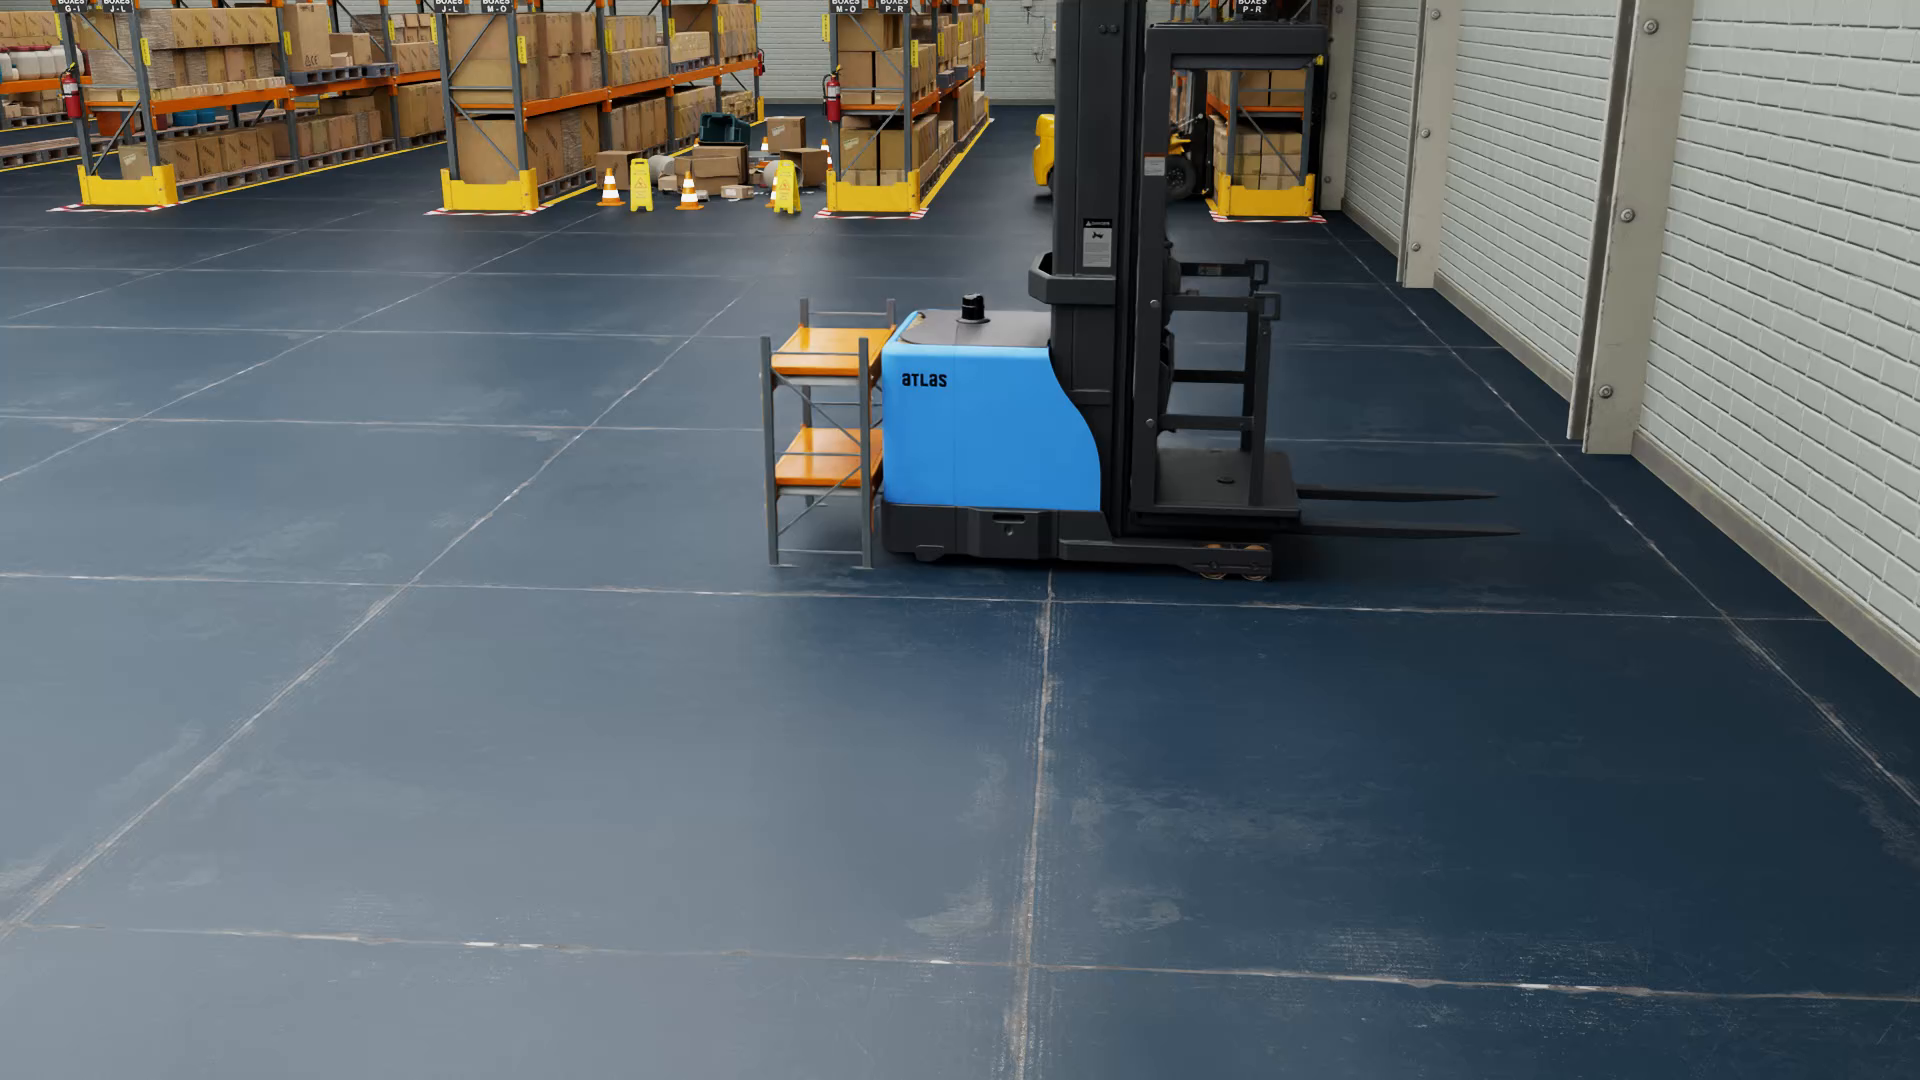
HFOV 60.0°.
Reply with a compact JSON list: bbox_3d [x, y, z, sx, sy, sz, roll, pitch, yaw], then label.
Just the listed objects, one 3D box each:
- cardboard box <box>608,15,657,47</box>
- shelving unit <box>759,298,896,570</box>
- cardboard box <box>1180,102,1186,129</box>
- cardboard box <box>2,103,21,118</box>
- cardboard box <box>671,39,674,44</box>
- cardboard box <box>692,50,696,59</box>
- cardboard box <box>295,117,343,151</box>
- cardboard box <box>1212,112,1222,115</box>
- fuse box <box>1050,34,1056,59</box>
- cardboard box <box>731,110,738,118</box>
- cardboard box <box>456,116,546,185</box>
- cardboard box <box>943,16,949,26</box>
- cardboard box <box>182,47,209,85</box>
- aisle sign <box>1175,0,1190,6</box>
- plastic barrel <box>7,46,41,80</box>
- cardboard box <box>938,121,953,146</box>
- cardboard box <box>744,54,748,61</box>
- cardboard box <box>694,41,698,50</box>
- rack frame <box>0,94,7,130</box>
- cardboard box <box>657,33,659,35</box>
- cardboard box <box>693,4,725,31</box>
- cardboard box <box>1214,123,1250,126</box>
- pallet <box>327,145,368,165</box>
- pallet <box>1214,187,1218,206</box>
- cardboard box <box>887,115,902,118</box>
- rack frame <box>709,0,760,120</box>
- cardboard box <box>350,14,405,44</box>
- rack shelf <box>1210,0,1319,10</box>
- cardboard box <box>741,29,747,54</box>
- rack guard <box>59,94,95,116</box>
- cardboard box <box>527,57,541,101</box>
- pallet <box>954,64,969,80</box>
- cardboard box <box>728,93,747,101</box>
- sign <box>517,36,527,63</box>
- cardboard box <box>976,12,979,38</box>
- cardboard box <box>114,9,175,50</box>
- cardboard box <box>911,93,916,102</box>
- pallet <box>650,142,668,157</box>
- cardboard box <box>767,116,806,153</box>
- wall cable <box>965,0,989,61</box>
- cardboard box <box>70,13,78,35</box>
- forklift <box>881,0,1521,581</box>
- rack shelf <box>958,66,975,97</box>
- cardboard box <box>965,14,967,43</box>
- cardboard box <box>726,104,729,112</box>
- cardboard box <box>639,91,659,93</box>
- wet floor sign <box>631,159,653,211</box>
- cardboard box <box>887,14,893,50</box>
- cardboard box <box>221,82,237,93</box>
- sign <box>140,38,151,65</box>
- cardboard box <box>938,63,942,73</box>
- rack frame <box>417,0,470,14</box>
[{"bbox_3d":[-5.525,-8.592,28.062,0.700,0.500,0.500,1,18,4],"label":"cardboard box"},{"bbox_3d":[-0.629,-0.561,8.327,0.538,1.125,1.048,2,18,5],"label":"shelving unit"},{"bbox_3d":[4.412,-7.963,31.249,0.500,0.500,0.500,1,18,3],"label":"cardboard box"},{"bbox_3d":[-19.771,-8.873,34.295,0.500,0.311,0.500,1,18,4],"label":"cardboard box"},{"bbox_3d":[-5.240,-8.795,29.219,0.380,0.149,0.250,1,18,2],"label":"cardboard box"},{"bbox_3d":[-5.118,-8.999,30.798,0.380,0.149,0.250,2,18,6],"label":"cardboard box"},{"bbox_3d":[-10.552,-6.642,27.183,0.700,0.500,0.500,0,18,-1],"label":"cardboard box"},{"bbox_3d":[4.267,-6.486,26.538,0.875,0.625,0.625,1,18,2],"label":"cardboard box"},{"bbox_3d":[2.500,-11.662,41.265,0.539,1.711,0.414,1,18,4],"label":"fuse box"},{"bbox_3d":[-4.797,-8.806,34.384,0.380,0.149,0.250,1,18,2],"label":"cardboard box"},{"bbox_3d":[-6.074,-5.126,21.988,0.875,0.875,0.875,1,18,4],"label":"cardboard box"},{"bbox_3d":[-0.375,-8.312,26.619,0.380,0.149,0.250,0,18,1],"label":"cardboard box"},{"bbox_3d":[-10.935,-6.538,22.920,0.875,0.500,0.500,1,18,4],"label":"cardboard box"},{"bbox_3d":[4.698,-11.768,35.345,0.394,0.787,0.004,1,18,4],"label":"aisle sign"},{"bbox_3d":[-15.310,-7.804,27.204,0.433,0.535,0.433,0,18,0],"label":"plastic barrel"},{"bbox_3d":[-0.589,-6.905,28.226,0.950,0.372,0.625,0,18,0],"label":"cardboard box"},{"bbox_3d":[-4.704,-10.232,35.237,0.380,0.149,0.250,2,18,5],"label":"cardboard box"},{"bbox_3d":[-5.102,-9.220,30.996,0.380,0.149,0.250,0,18,1],"label":"cardboard box"},{"bbox_3d":[-20.017,-9.816,33.562,1.000,3.000,0.127,1,18,4],"label":"rack frame"},{"bbox_3d":[-5.775,-9.301,30.763,0.380,0.149,0.250,2,18,6],"label":"cardboard box"},{"bbox_3d":[-4.921,-10.250,32.643,0.500,0.500,0.500,2,18,5],"label":"cardboard box"},{"bbox_3d":[3.662,-5.526,22.607,0.500,0.250,0.500,1,18,3],"label":"cardboard box"},{"bbox_3d":[-10.571,-6.405,27.632,1.003,0.211,1.213,1,18,4],"label":"pallet"},{"bbox_3d":[3.852,-4.449,21.661,1.003,0.211,1.213,1,18,4],"label":"pallet"},{"bbox_3d":[-1.137,-5.960,24.331,0.500,0.500,0.500,2,18,7],"label":"cardboard box"},{"bbox_3d":[-4.910,-10.694,36.241,1.000,3.000,0.127,1,18,4],"label":"rack frame"},{"bbox_3d":[-10.355,-9.102,29.612,0.797,0.503,0.637,2,18,6],"label":"cardboard box"},{"bbox_3d":[3.982,-7.240,22.040,1.077,0.370,4.000,1,18,4],"label":"rack shelf"},{"bbox_3d":[-4.754,-10.420,34.767,0.500,0.500,0.500,1,18,4],"label":"cardboard box"},{"bbox_3d":[-19.736,-9.847,37.670,1.175,0.500,0.348,1,18,4],"label":"rack guard"},{"bbox_3d":[-6.058,-6.083,21.930,0.875,0.550,0.550,1,18,4],"label":"cardboard box"},{"bbox_3d":[-0.484,-7.815,27.764,1.213,0.211,1.003,1,18,4],"label":"pallet"},{"bbox_3d":[-4.708,-9.327,35.020,0.380,0.149,0.250,2,18,6],"label":"cardboard box"},{"bbox_3d":[-5.504,-6.159,20.885,0.100,0.325,0.005,1,18,4],"label":"sign"},{"bbox_3d":[0.114,-10.353,33.435,0.500,0.500,0.500,2,18,5],"label":"cardboard box"},{"bbox_3d":[-10.686,-6.695,21.794,0.500,0.500,0.500,1,18,4],"label":"cardboard box"},{"bbox_3d":[-0.778,-5.786,21.667,0.380,0.149,0.250,1,18,2],"label":"cardboard box"},{"bbox_3d":[-5.615,-6.641,28.350,1.003,0.211,1.213,1,18,4],"label":"pallet"},{"bbox_3d":[-2.603,-6.090,24.990,0.500,0.500,0.500,1,18,4],"label":"cardboard box"},{"bbox_3d":[0.416,-12.864,41.183,0.585,1.953,0.123,1,18,4],"label":"wall cable"},{"bbox_3d":[-19.523,-11.279,36.262,0.500,0.500,0.500,2,18,5],"label":"cardboard box"},{"bbox_3d":[1.173,-1.375,7.912,3.031,2.935,1.130,2,18,7],"label":"forklift"},{"bbox_3d":[-0.395,-8.409,30.425,1.077,0.370,4.000,1,18,4],"label":"rack shelf"},{"bbox_3d":[-0.141,-9.271,30.135,0.500,0.500,0.500,2,18,5],"label":"cardboard box"},{"bbox_3d":[-4.919,-8.784,33.839,0.380,0.149,0.250,0,18,1],"label":"cardboard box"},{"bbox_3d":[-5.670,-7.952,30.011,0.500,0.250,0.500,2,18,5],"label":"cardboard box"},{"bbox_3d":[-4.084,-4.552,21.280,0.267,0.644,0.232,-2,18,-6],"label":"wet floor sign"},{"bbox_3d":[-1.250,-6.630,21.595,0.700,0.500,0.500,1,18,4],"label":"cardboard box"},{"bbox_3d":[-10.554,-6.451,23.695,0.380,0.149,0.250,1,18,4],"label":"cardboard box"},{"bbox_3d":[-10.456,-6.266,21.338,0.100,0.325,0.005,1,18,4],"label":"sign"},{"bbox_3d":[-0.471,-7.132,25.102,0.380,0.149,0.250,2,18,5],"label":"cardboard box"},{"bbox_3d":[-10.136,-9.593,32.883,1.000,3.000,0.127,1,18,4],"label":"rack frame"}]
